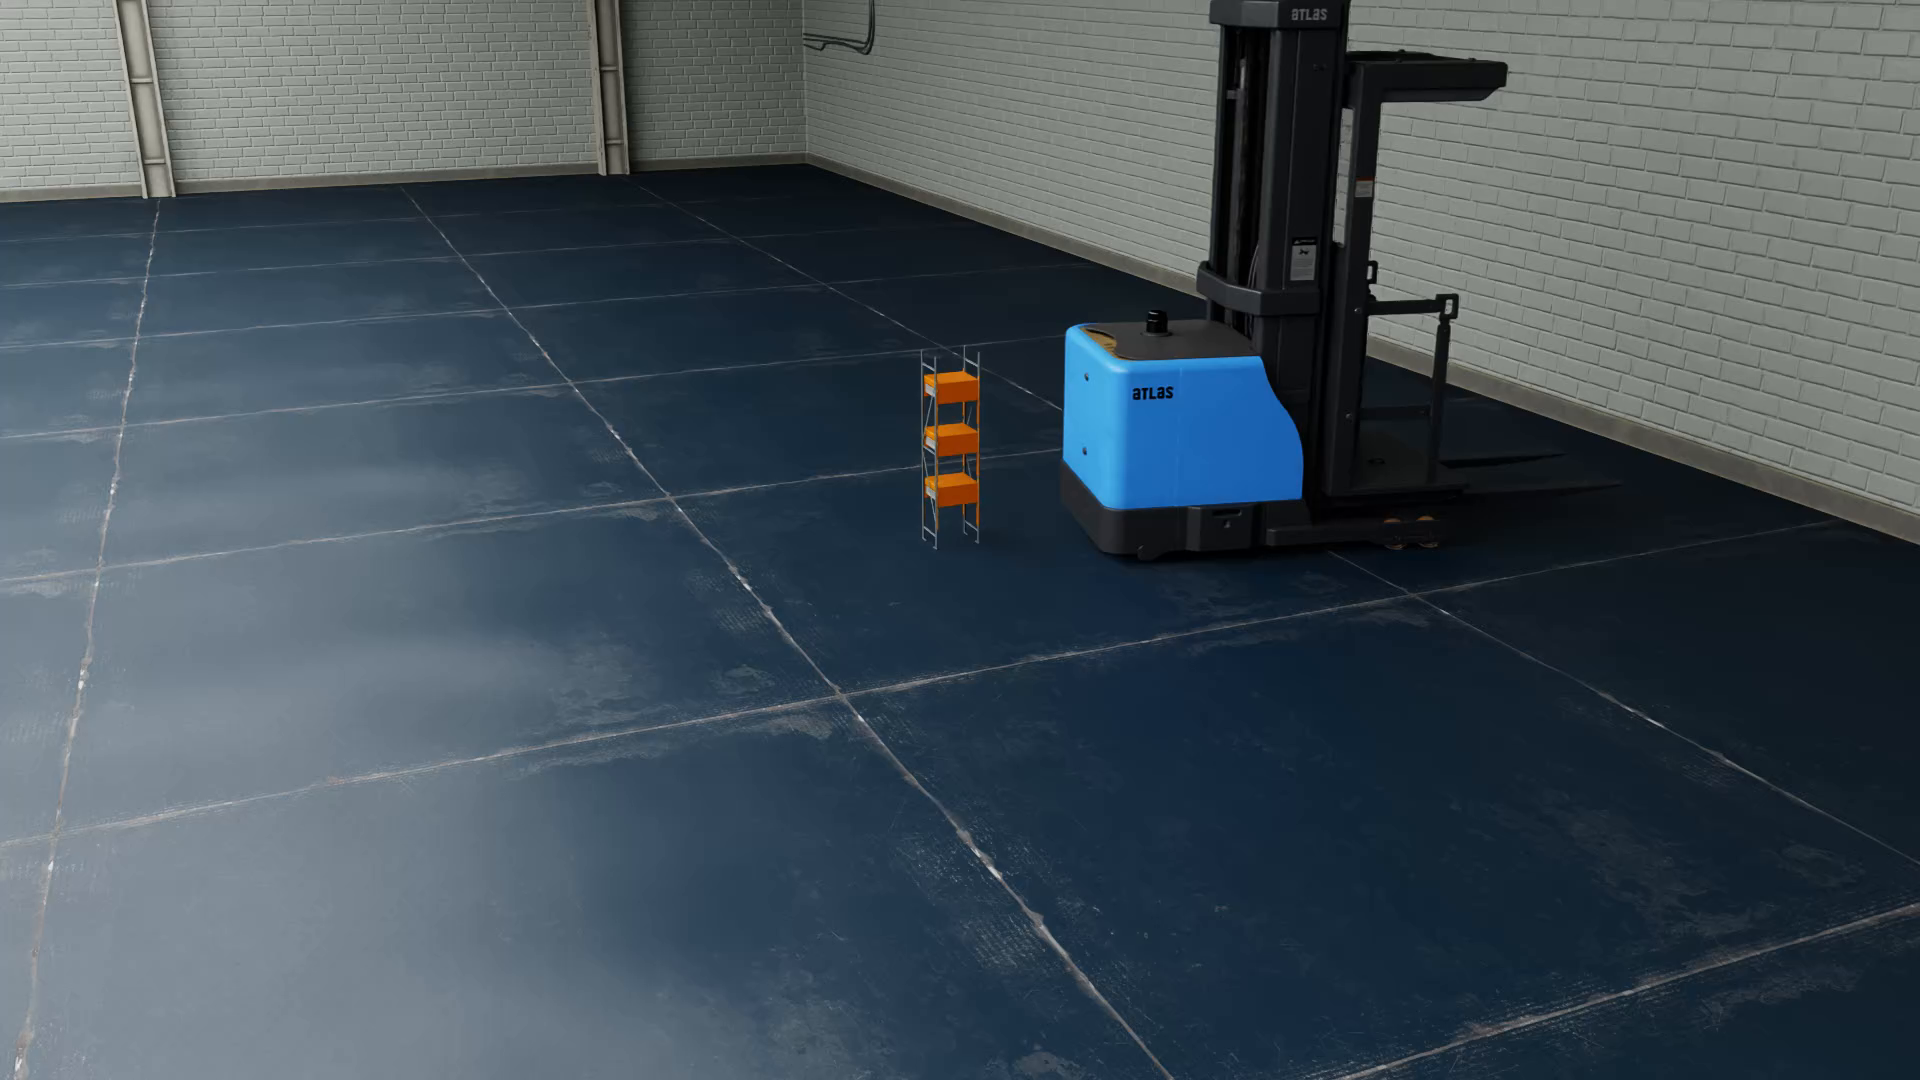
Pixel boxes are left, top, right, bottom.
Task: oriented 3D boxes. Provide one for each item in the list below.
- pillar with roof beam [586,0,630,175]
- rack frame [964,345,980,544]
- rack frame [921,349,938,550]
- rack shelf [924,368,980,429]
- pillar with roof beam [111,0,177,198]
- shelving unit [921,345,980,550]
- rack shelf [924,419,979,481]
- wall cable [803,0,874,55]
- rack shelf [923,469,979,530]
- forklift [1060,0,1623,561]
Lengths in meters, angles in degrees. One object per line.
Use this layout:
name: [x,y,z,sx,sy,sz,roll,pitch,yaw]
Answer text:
pillar with roof beam: [-3.308,-8.246,18.891,0.400,9.000,9.100,-8,21,-22]
rack frame: [0.063,-0.504,8.873,0.008,1.050,0.200,-8,21,-22]
rack frame: [-0.161,-0.472,8.782,0.008,1.050,0.200,-8,21,-22]
rack shelf: [-0.049,-0.746,8.737,0.240,0.259,0.215,-8,21,-22]
pillar with roof beam: [-8.817,-7.456,16.650,0.400,9.000,9.100,-8,21,-22]
shelving unit: [-0.049,-0.488,8.828,0.252,1.050,0.215,-8,21,-22]
rack shelf: [-0.049,-0.478,8.831,0.240,0.259,0.215,-8,21,-22]
wall cable: [-1.784,-8.078,23.091,0.112,2.526,3.097,-8,21,-22]
rack shelf: [-0.049,-0.216,8.924,0.240,0.259,0.215,-8,21,-22]
forklift: [2.136,-1.498,8.863,3.031,2.935,1.130,-4,20,-10]
